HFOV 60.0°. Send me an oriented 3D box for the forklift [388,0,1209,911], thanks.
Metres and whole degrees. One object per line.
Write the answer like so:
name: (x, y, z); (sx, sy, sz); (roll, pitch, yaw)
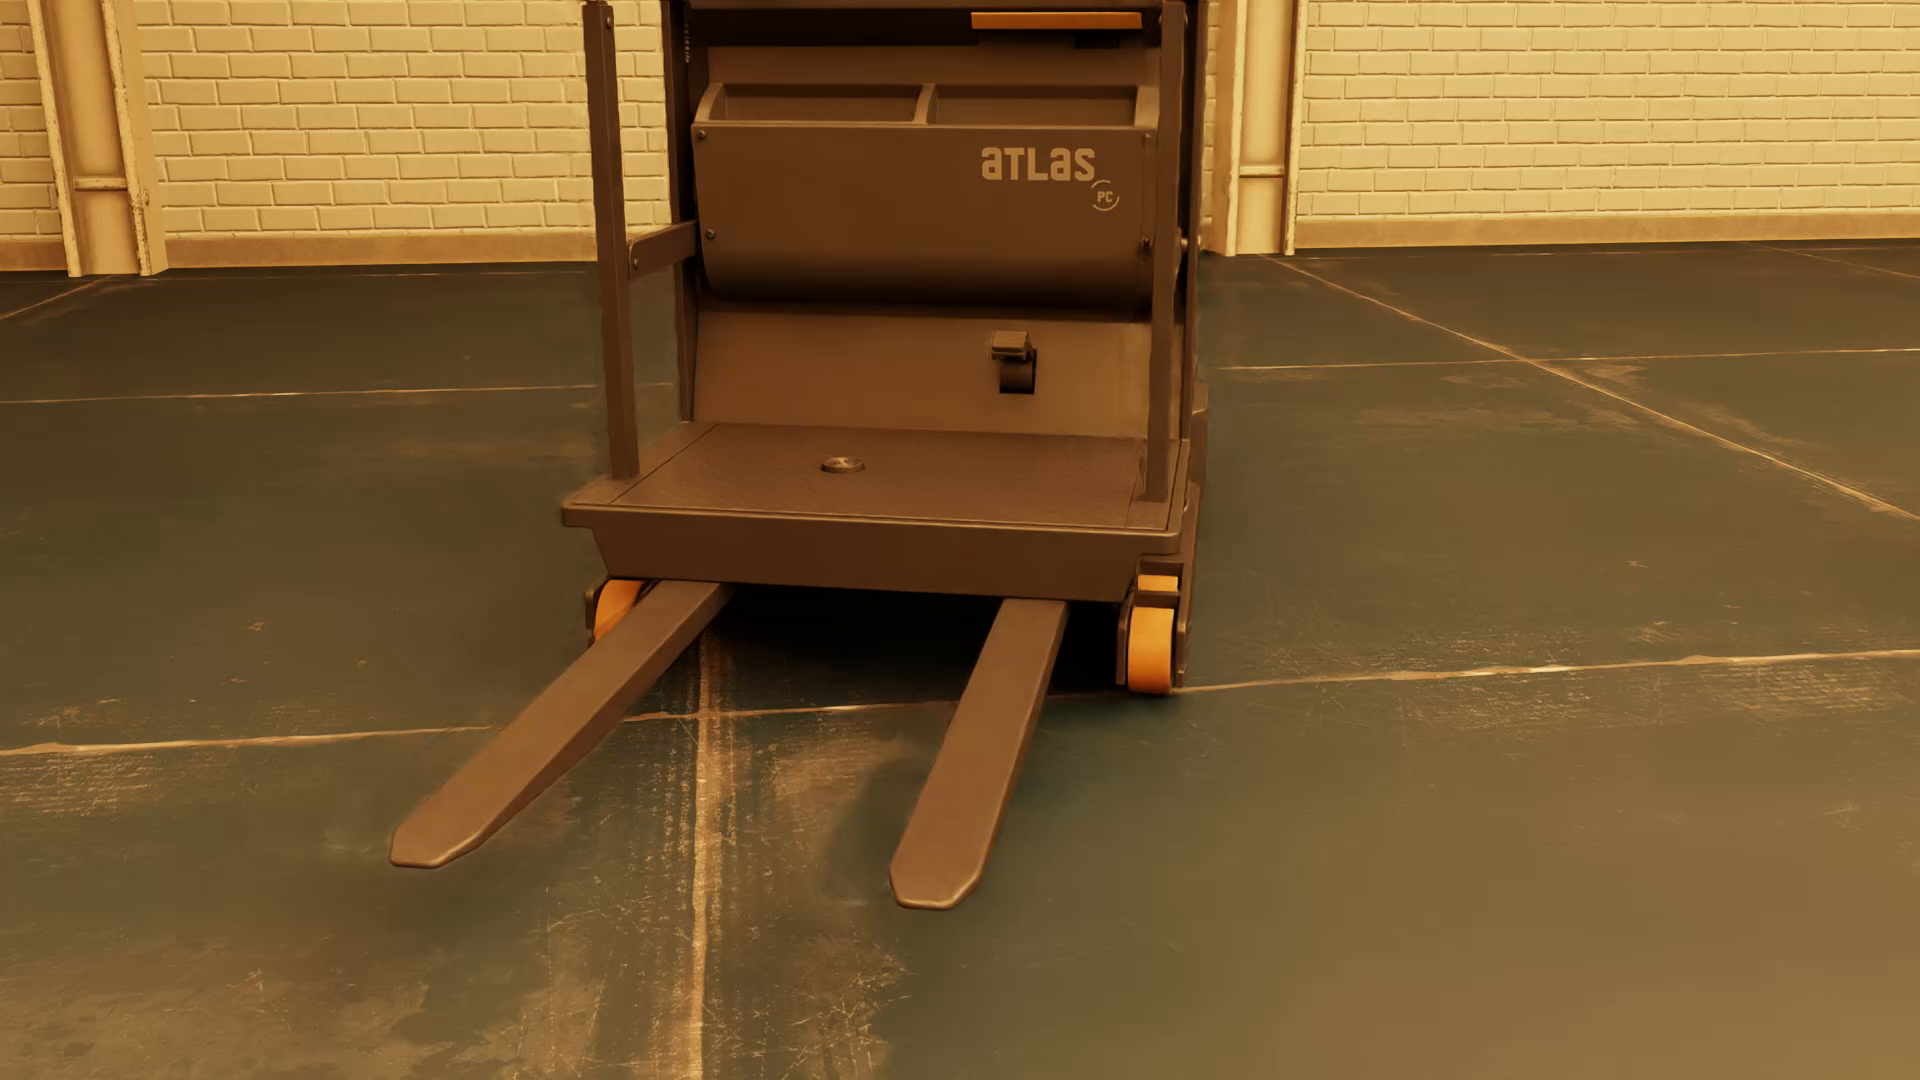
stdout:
forklift: (-0.097, -1.230, 2.966); (1.130, 2.935, 3.031); (3, 17, 9)
